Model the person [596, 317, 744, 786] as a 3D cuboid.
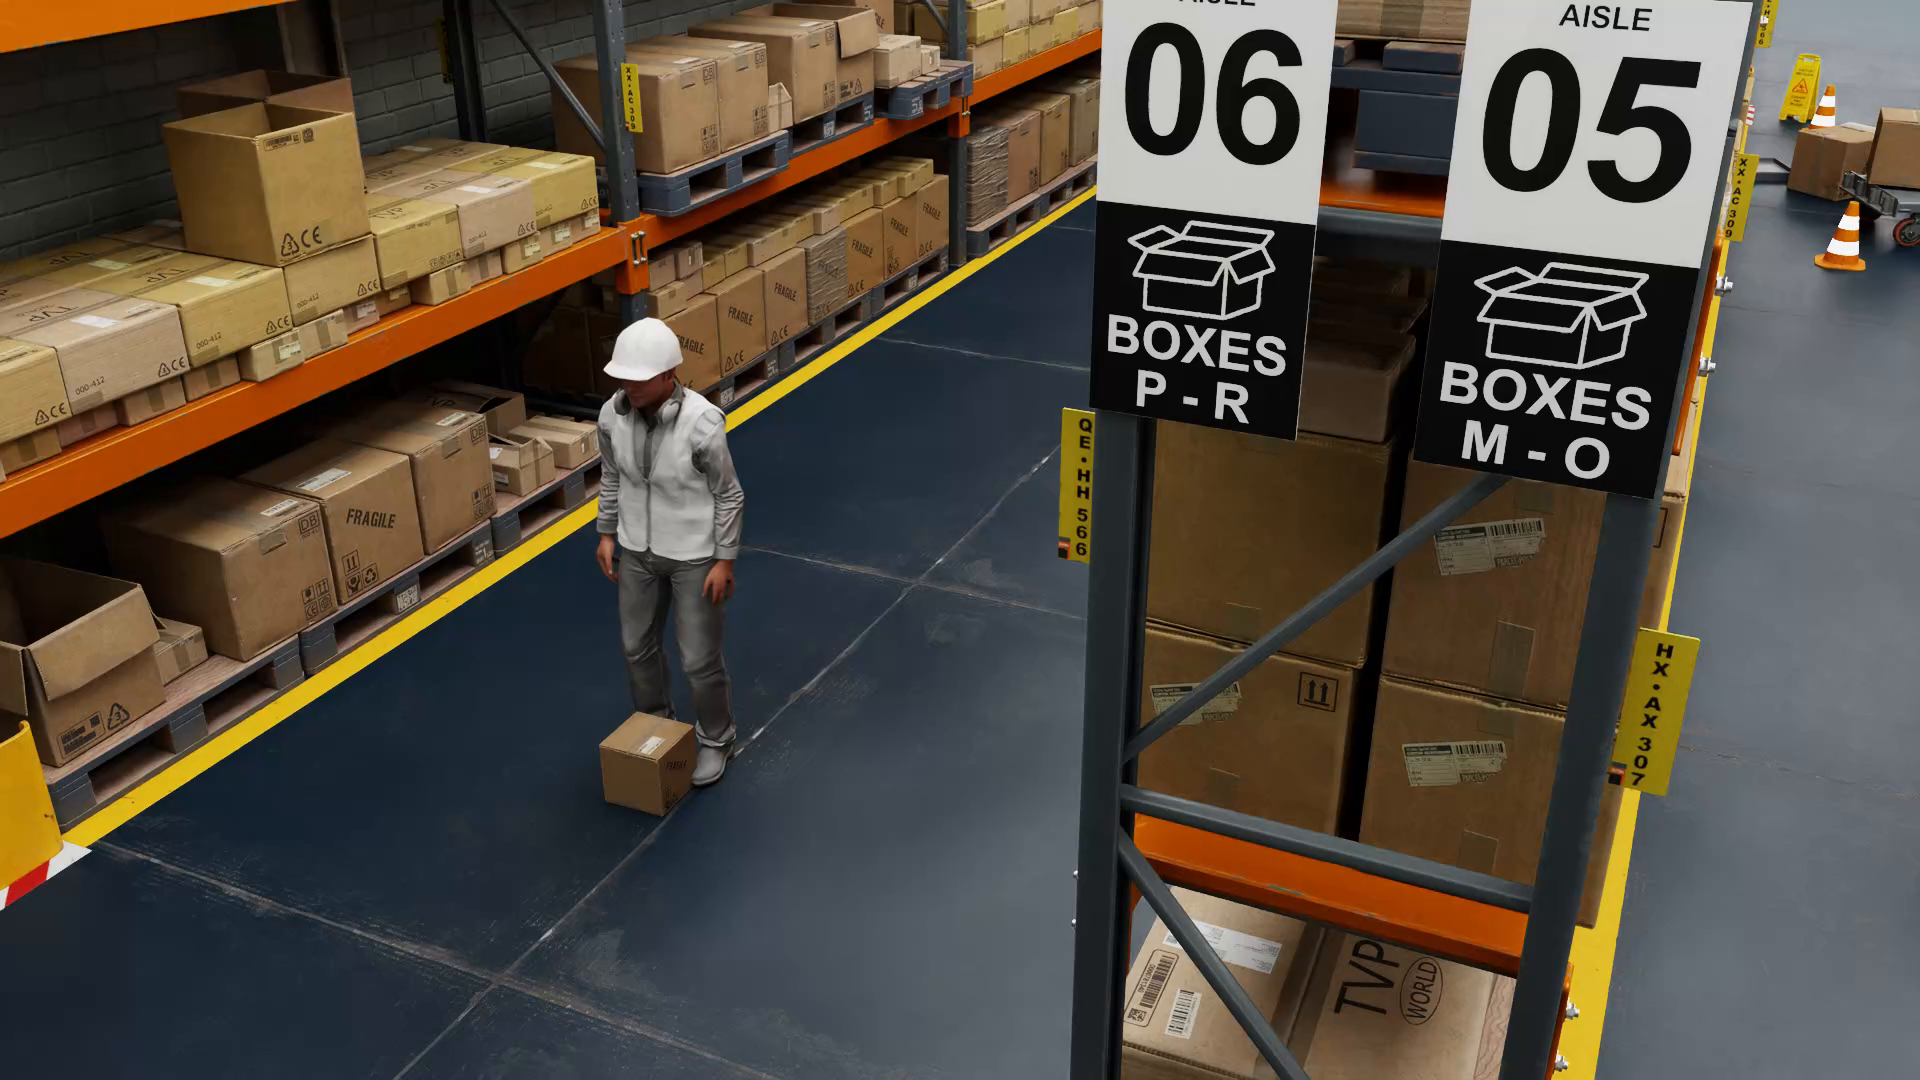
[{"bbox_3d":[-1.048,0.035,6.009,0.580,1.772,0.461,11,28,22],"label":"person"}]
